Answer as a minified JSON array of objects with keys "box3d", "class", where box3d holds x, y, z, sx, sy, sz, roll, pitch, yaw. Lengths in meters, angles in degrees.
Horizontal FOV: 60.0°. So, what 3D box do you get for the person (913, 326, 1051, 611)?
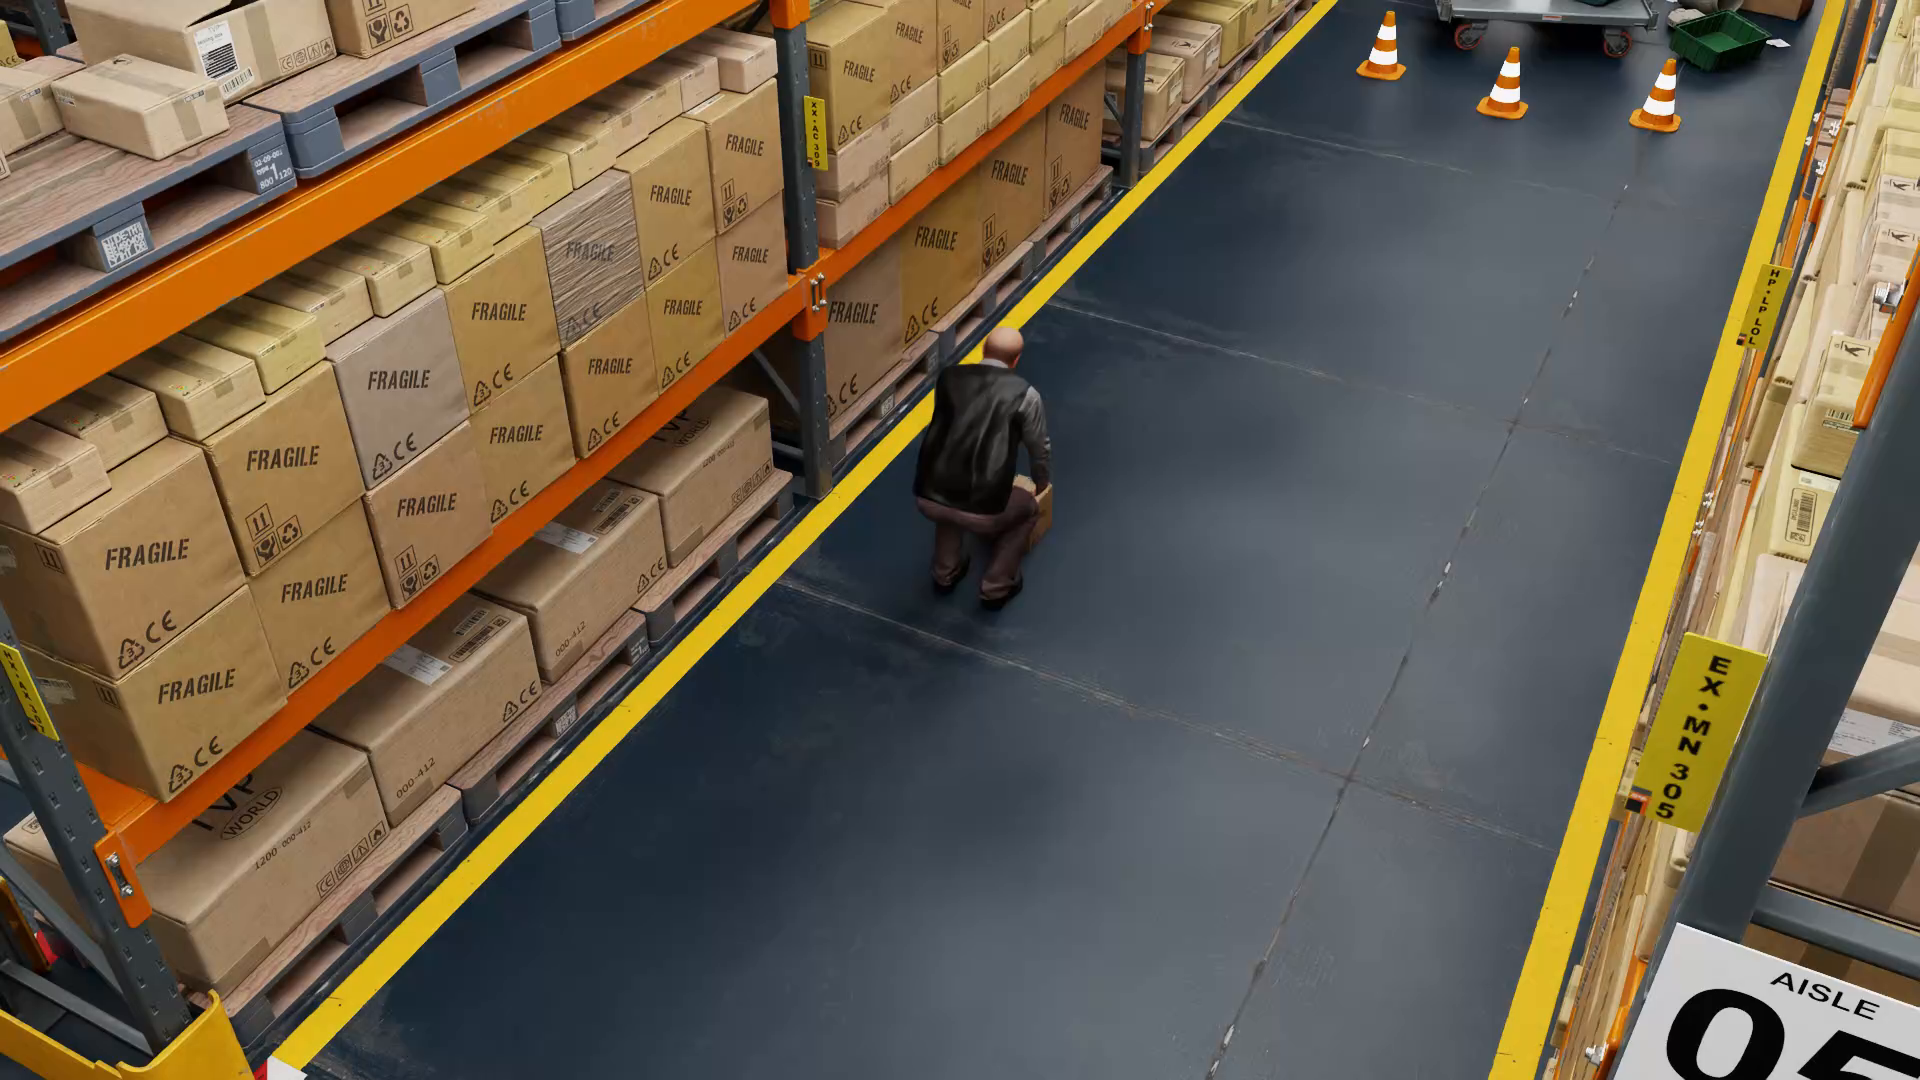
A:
[{"box3d":[0.075,-0.307,7.599,0.578,1.196,0.805,18,41,21],"class":"person"}]
